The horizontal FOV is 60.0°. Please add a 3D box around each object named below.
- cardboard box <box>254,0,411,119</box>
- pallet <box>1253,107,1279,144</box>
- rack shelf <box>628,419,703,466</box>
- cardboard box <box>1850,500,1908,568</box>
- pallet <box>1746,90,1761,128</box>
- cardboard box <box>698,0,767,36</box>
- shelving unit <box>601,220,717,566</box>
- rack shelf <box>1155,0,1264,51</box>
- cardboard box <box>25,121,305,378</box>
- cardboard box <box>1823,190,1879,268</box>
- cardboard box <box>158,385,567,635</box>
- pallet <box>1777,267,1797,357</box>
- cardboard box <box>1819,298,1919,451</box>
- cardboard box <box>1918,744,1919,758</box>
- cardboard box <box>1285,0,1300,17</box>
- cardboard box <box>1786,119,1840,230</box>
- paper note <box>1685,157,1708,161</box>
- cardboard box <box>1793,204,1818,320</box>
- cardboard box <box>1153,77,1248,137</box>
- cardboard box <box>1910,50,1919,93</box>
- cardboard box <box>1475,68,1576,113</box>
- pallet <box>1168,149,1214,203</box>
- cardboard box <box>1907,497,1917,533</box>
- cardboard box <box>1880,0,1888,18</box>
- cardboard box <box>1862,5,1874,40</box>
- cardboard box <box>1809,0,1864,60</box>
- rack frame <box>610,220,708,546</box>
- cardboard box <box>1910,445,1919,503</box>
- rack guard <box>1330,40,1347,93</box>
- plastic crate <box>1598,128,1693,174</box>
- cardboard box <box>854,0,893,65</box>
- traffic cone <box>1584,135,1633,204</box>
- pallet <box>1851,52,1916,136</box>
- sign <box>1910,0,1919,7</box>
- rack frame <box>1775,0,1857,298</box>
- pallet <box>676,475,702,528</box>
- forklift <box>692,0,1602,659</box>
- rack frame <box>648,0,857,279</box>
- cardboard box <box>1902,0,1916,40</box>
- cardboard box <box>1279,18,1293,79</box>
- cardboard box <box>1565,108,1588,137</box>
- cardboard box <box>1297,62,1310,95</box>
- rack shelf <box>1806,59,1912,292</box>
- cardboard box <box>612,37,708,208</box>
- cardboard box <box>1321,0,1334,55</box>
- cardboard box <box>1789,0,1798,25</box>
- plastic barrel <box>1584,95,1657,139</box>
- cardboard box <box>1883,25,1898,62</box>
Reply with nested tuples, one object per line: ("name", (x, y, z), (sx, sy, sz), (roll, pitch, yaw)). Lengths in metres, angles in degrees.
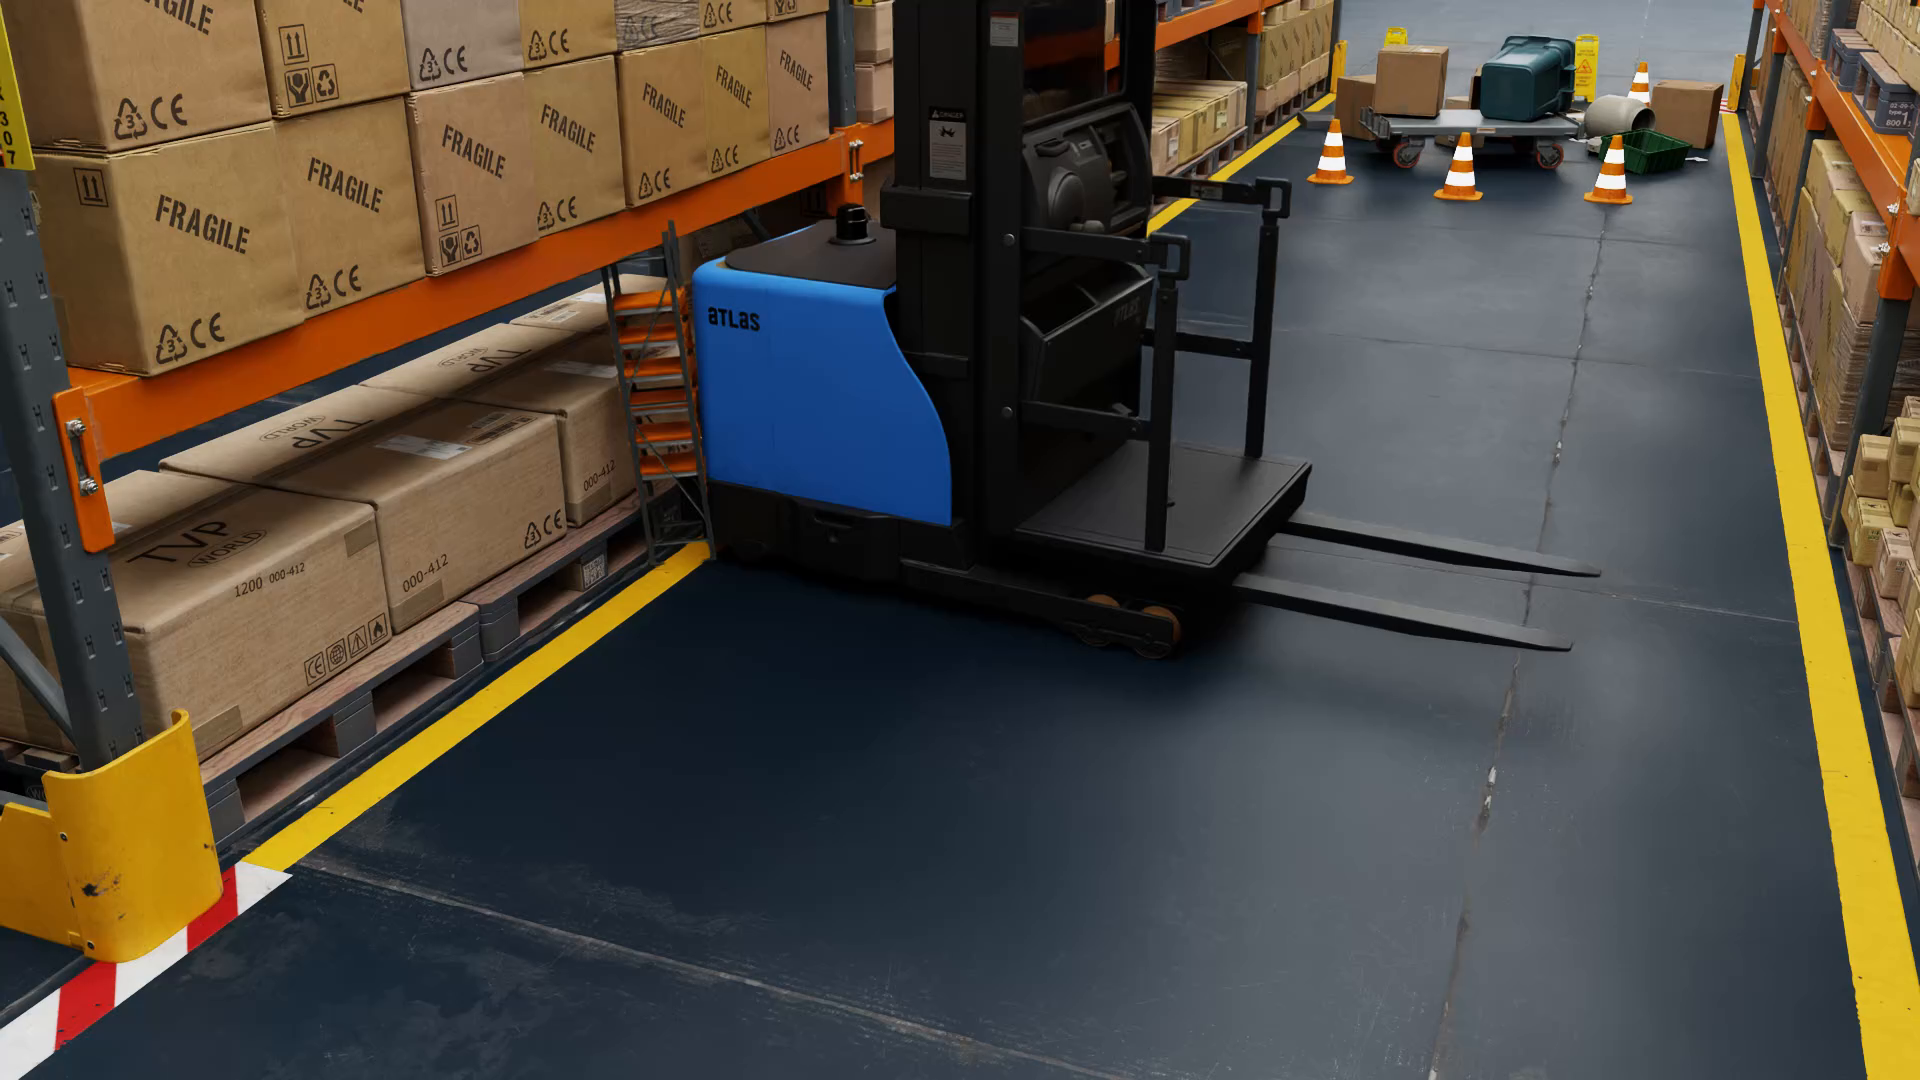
("cardboard box", (-1.780, -1.365, 4.200), (0.500, 0.500, 0.500), (8, 24, 19))
("pallet", (2.266, -3.794, 15.059), (1.003, 0.211, 1.213), (9, 24, 20))
("rack shelf", (-1.038, -0.352, 5.929), (0.258, 0.103, 0.180), (-5, 23, -1))
("cardboard box", (3.179, 0.001, 5.509), (0.380, 0.149, 0.250), (10, 24, 22))
("pallet", (7.944, -4.010, 15.577), (1.003, 0.211, 1.213), (9, 24, 20))
("cardboard box", (-1.037, -2.091, 5.938), (0.500, 0.500, 0.500), (8, 24, 19))
("shelving unit", (-1.051, -0.504, 5.866), (0.258, 1.200, 0.189), (-5, 23, -1))
("rack shelf", (1.307, -3.788, 12.359), (1.077, 0.370, 4.000), (9, 24, 20))
("cardboard box", (-1.963, -0.718, 3.947), (0.500, 0.500, 0.500), (9, 24, 20))
("cardboard box", (4.140, -1.362, 7.345), (0.500, 0.250, 0.500), (8, 24, 18))
("cardboard box", (-1.923, -0.132, 5.453), (0.875, 0.438, 0.875), (9, 24, 21))
("pallet", (4.905, -1.165, 8.766), (1.003, 0.211, 1.213), (9, 24, 20))
("cardboard box", (3.752, -0.641, 6.592), (0.500, 0.500, 0.500), (8, 24, 19))
("cardboard box", (2.643, 0.561, 4.170), (0.380, 0.149, 0.250), (9, 24, 21))
("cardboard box", (2.908, -4.895, 15.286), (0.380, 0.149, 0.250), (10, 25, 23))
("cardboard box", (5.507, -2.092, 9.741), (1.050, 0.750, 0.750), (8, 24, 19))
("paper note", (6.092, -3.163, 13.783), (0.147, 0.020, 0.142), (-7, 24, -17))
("cardboard box", (4.514, -1.375, 8.348), (0.500, 0.500, 0.500), (9, 24, 21))
("cardboard box", (1.857, -3.629, 13.910), (0.950, 0.372, 0.625), (9, 24, 21))
("cardboard box", (3.959, -1.820, 6.496), (0.380, 0.149, 0.250), (8, 24, 17))
("cardboard box", (5.233, -4.124, 15.470), (0.797, 0.503, 0.637), (-7, 24, -17))
("pallet", (1.310, -2.832, 12.755), (1.003, 0.211, 1.213), (9, 24, 20))
("cardboard box", (3.212, -0.036, 5.212), (0.380, 0.149, 0.250), (9, 24, 20))
("cardboard box", (4.543, -2.519, 7.783), (0.380, 0.149, 0.250), (9, 24, 20))
("cardboard box", (4.744, -2.582, 8.321), (0.380, 0.149, 0.250), (10, 25, 23))
("cardboard box", (5.115, -2.977, 9.356), (0.500, 0.500, 0.500), (9, 24, 20))
("rack frame", (-1.055, -0.539, 5.950), (0.240, 1.200, 0.006), (-5, 23, -1))
("cardboard box", (3.185, -0.172, 5.151), (0.380, 0.149, 0.250), (8, 24, 19))
("rack guard", (3.507, -5.086, 17.778), (1.175, 0.500, 0.348), (9, 24, 20))
("plastic crate", (5.531, -3.142, 13.453), (0.662, 0.188, 0.450), (-17, 38, -35))
("cardboard box", (-0.497, -2.251, 7.293), (0.500, 0.250, 0.500), (8, 24, 19))
("traffic cone", (4.783, -2.729, 12.182), (0.336, 0.463, 0.334), (9, 24, 20))
("pallet", (4.500, -1.929, 7.224), (1.003, 0.211, 1.213), (9, 24, 20))
("sign", (3.195, -1.912, 5.434), (0.100, 0.325, 0.005), (9, 24, 20))
("rack frame", (5.197, -2.731, 8.897), (1.000, 3.000, 0.127), (9, 24, 20))
("pallet", (-1.277, -0.425, 6.993), (1.003, 0.211, 1.213), (9, 24, 20))
("forklift", (0.605, -1.205, 5.331), (3.031, 2.935, 1.130), (11, 25, 25))
("rack frame", (-0.922, -1.973, 7.081), (1.000, 3.000, 0.127), (9, 24, 20))
("cardboard box", (4.162, -2.158, 6.920), (0.380, 0.149, 0.250), (9, 24, 20))
("cardboard box", (2.707, -4.472, 15.114), (0.500, 0.500, 0.500), (10, 25, 22))
("cardboard box", (5.611, -3.780, 14.955), (0.396, 0.266, 0.258), (13, 26, 29))
("cardboard box", (3.096, -4.492, 16.134), (0.500, 0.250, 0.500), (8, 24, 18))
("rack shelf", (4.454, -1.684, 7.323), (1.077, 0.370, 4.000), (9, 24, 20))
("cardboard box", (-1.216, -1.449, 5.698), (0.500, 0.500, 0.500), (8, 24, 19))
("cardboard box", (3.480, -5.214, 16.890), (0.500, 0.500, 0.500), (9, 24, 20))
("cardboard box", (5.863, -3.700, 11.086), (0.500, 0.500, 0.500), (9, 24, 20))
("plastic barrel", (5.680, -3.600, 14.318), (0.421, 0.421, 0.512), (-12, 25, -26))
("cardboard box", (4.353, -2.203, 7.414), (0.380, 0.149, 0.250), (9, 24, 21))
